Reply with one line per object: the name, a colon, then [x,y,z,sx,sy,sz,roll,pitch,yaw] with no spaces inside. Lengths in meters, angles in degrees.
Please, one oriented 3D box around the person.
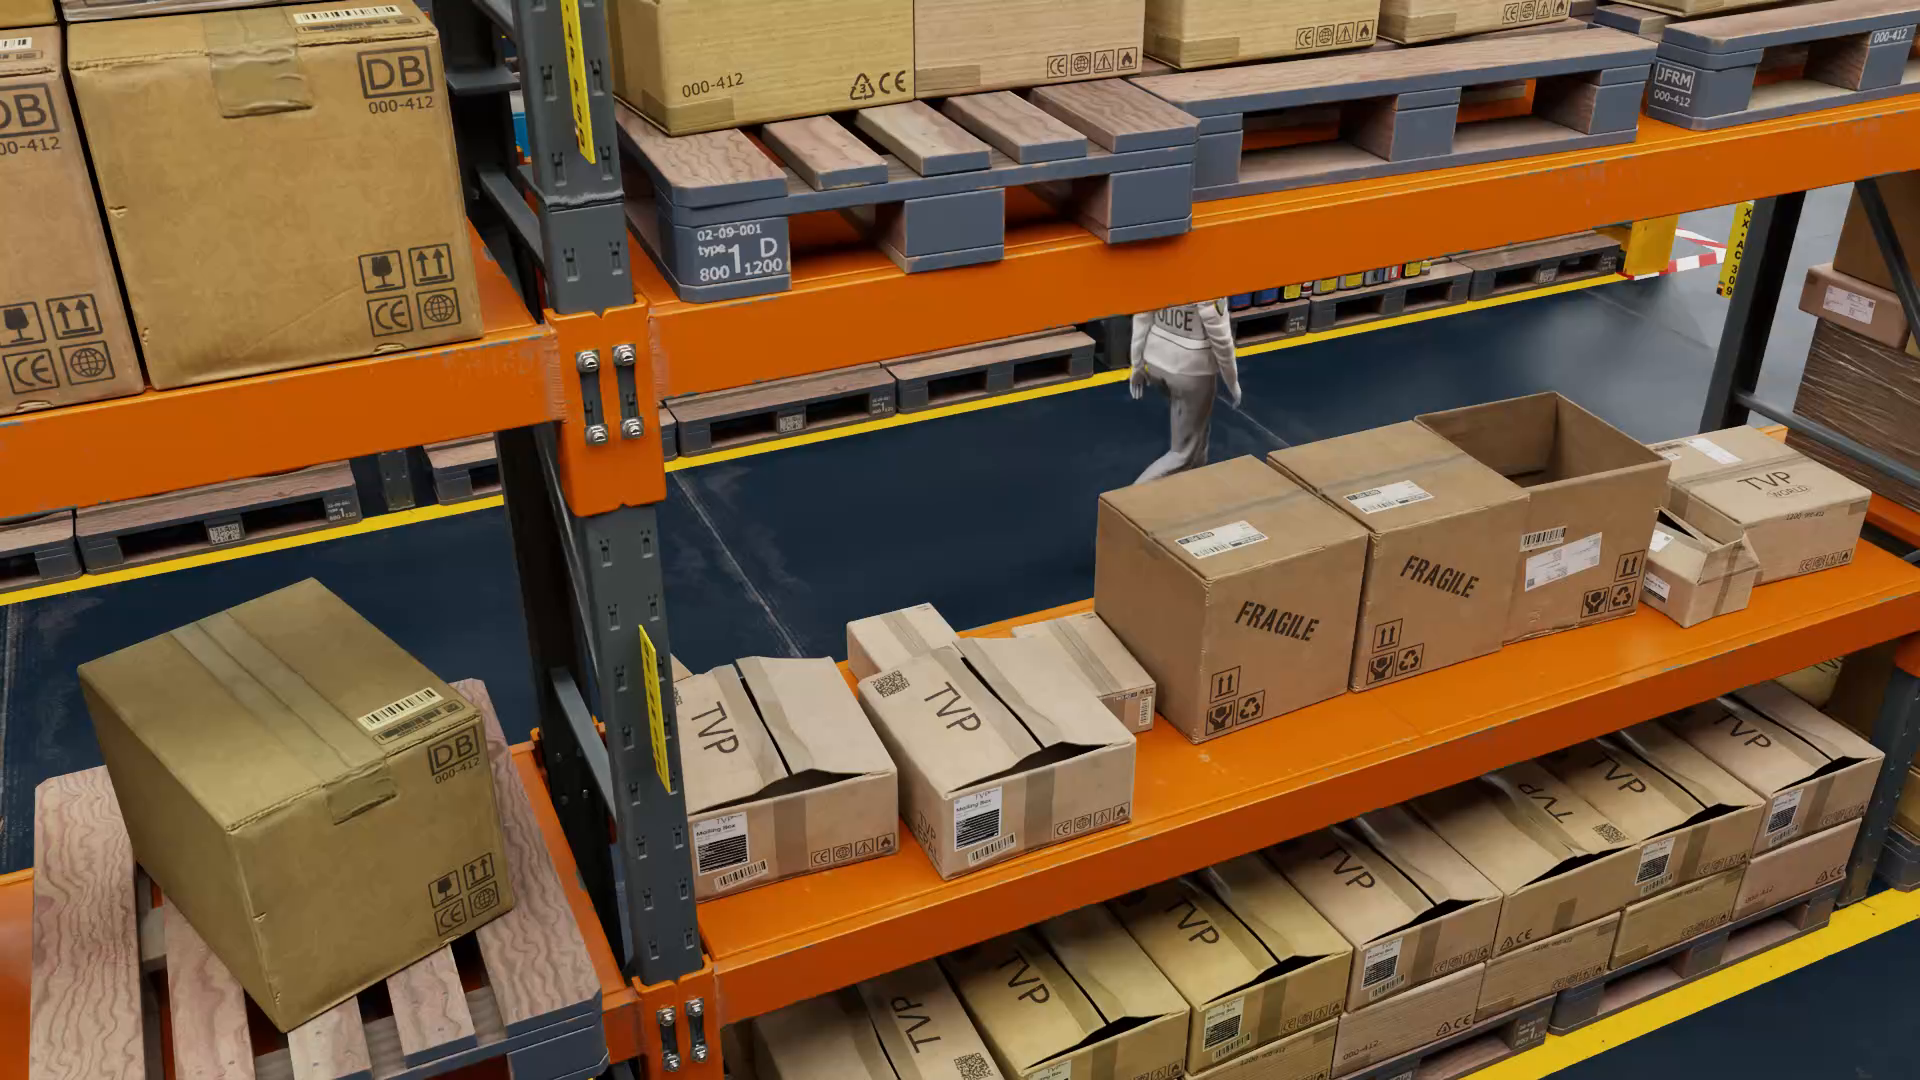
person: [0.995,-0.769,7.435,0.916,1.647,0.499,-20,35,-31]
